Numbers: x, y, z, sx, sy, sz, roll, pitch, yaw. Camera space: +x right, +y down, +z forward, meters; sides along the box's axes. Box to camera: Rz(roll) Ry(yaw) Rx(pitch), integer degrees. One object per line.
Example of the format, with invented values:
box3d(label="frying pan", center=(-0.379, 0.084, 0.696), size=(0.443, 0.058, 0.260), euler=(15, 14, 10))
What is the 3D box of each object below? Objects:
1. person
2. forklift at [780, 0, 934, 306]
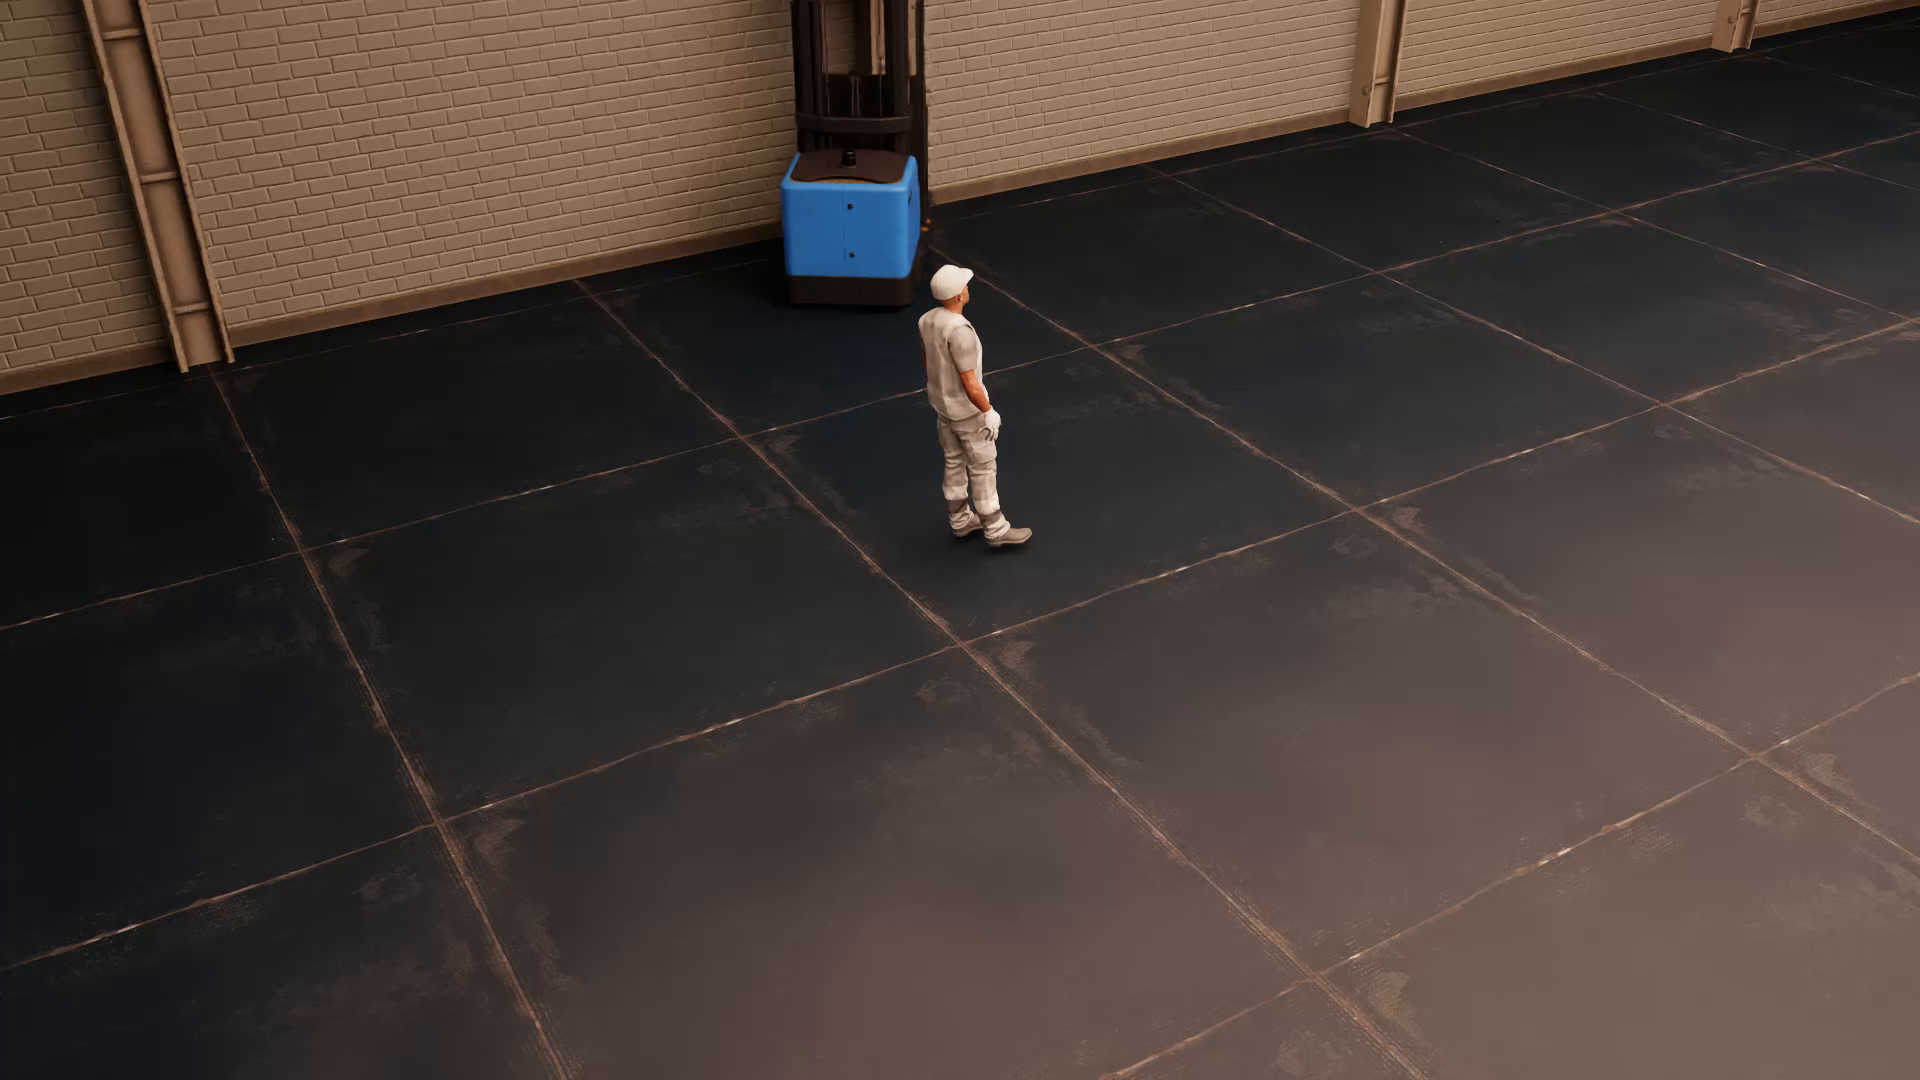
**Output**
box3d(label="person", center=(0.075, -0.824, 10.042), size=(0.564, 1.787, 0.637), euler=(-17, 35, -26))
box3d(label="forklift", center=(-0.820, -3.890, 14.143), size=(1.130, 2.935, 3.031), euler=(2, 31, 3))
